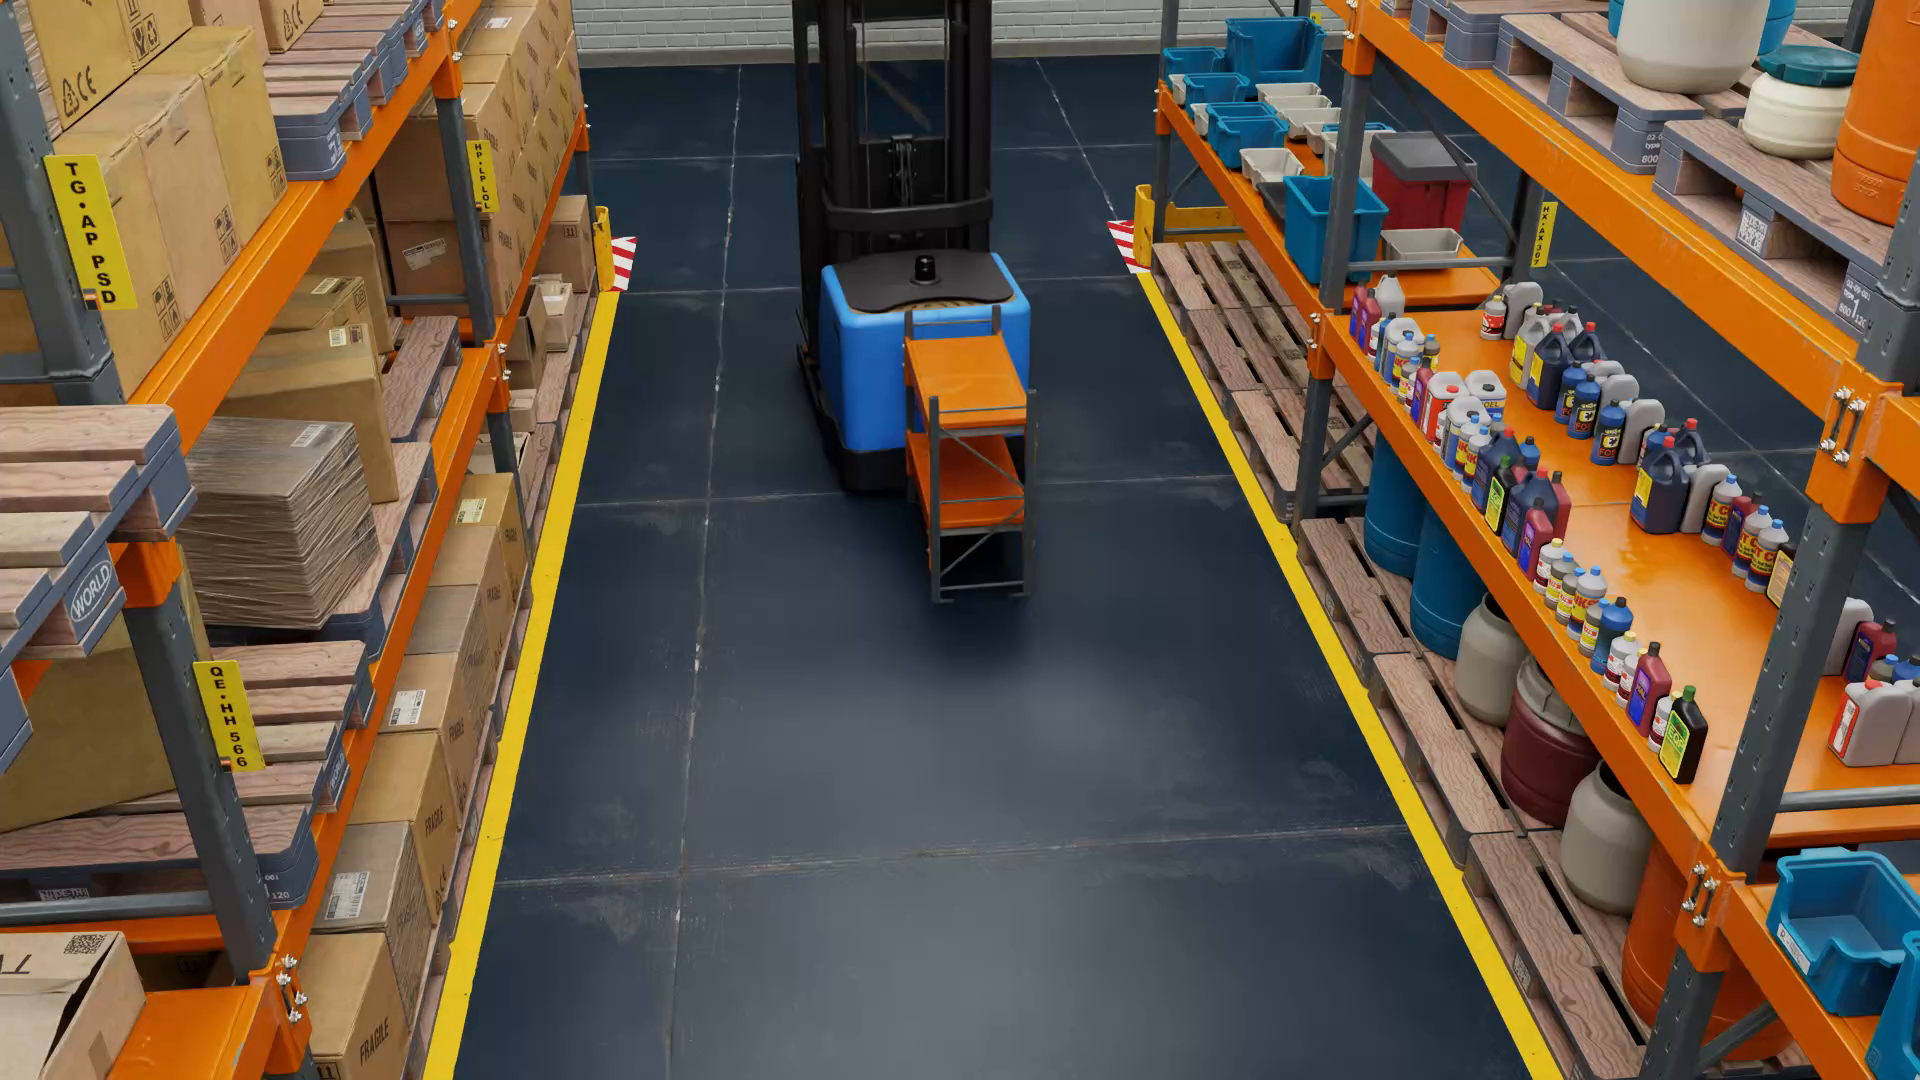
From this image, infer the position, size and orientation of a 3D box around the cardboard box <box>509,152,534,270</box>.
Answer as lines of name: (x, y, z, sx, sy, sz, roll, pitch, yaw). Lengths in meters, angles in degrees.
cardboard box: (-2.503, -1.669, 8.522, 0.500, 0.500, 0.500, -2, 31, -4)

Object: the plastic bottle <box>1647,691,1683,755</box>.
plastic bottle: (2.175, 0.554, 5.090, 0.097, 0.201, 0.097, 0, 31, 0)

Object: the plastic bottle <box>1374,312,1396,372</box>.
plastic bottle: (1.917, -0.888, 7.438, 0.097, 0.271, 0.097, 0, 31, 0)

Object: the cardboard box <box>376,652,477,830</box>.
cardboard box: (-2.210, 0.799, 6.496, 0.500, 0.500, 0.500, -4, 31, -6)

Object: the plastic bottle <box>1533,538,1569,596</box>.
plastic bottle: (2.090, 0.089, 5.870, 0.097, 0.201, 0.097, 0, 31, 0)

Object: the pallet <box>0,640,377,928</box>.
pallet: (-2.435, 0.690, 4.857, 1.213, 0.211, 1.003, -3, 31, -5)

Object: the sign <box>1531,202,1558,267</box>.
sign: (2.805, -1.471, 8.018, 0.100, 0.325, 0.005, -3, 31, -5)

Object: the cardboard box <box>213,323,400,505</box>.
cardboard box: (-2.449, -0.416, 6.014, 0.700, 0.500, 0.500, -11, 32, -17)

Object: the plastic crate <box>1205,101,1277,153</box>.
plastic crate: (1.701, -2.509, 10.130, 0.416, 0.233, 0.300, -3, 31, -5)

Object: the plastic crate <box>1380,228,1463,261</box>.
plastic crate: (2.356, -1.484, 8.508, 0.396, 0.136, 0.243, -3, 31, -5)

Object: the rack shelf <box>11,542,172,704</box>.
rack shelf: (-2.115, 0.993, 1.939, 1.077, 0.370, 4.000, -3, 31, -5)

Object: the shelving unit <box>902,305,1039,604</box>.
shelving unit: (0.035, -0.450, 8.406, 0.538, 1.125, 1.048, -4, 31, -7)

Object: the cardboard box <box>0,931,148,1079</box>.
cardboard box: (-2.311, 1.177, 3.942, 0.500, 0.311, 0.500, -1, 31, -1)

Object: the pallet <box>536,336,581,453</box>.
pallet: (-2.856, -0.869, 10.000, 1.003, 0.211, 1.213, -3, 31, -5)

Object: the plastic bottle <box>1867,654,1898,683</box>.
plastic bottle: (2.919, 0.454, 5.259, 0.097, 0.201, 0.097, 0, 31, 0)

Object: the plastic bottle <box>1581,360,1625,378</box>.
plastic bottle: (2.697, -0.644, 7.024, 0.152, 0.276, 0.135, -3, 31, -5)

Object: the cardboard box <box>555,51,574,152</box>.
cardboard box: (-2.684, -2.697, 10.242, 0.500, 0.500, 0.500, -2, 31, -4)

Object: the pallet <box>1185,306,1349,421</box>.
pallet: (2.032, -1.128, 10.432, 1.003, 0.211, 1.213, -3, 31, -5)

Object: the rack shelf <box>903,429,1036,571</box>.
rack shelf: (0.035, -0.240, 8.531, 0.538, 0.278, 1.000, -4, 31, -7)

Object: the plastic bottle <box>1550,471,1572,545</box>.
plastic bottle: (2.188, -0.106, 6.116, 0.061, 0.283, 0.133, -3, 31, -5)

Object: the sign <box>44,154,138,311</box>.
sign: (-1.748, -0.616, 3.349, 0.100, 0.325, 0.005, -3, 31, -5)

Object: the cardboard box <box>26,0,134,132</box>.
cardboard box: (-2.384, -1.293, 3.992, 0.500, 0.500, 0.500, -3, 31, -5)

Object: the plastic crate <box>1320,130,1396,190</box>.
plastic crate: (2.298, -2.090, 9.382, 0.437, 0.282, 0.530, -3, 31, -5)

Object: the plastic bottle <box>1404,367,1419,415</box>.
plastic bottle: (1.957, -0.641, 7.091, 0.097, 0.201, 0.097, 0, 31, 0)

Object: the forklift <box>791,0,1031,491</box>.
forklift: (-0.419, -2.268, 9.689, 1.130, 2.935, 3.031, -6, 31, -10)

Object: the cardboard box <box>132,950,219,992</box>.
cardboard box: (-2.623, 1.368, 5.542, 0.500, 0.500, 0.500, -2, 31, -3)

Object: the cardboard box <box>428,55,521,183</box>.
cardboard box: (-2.488, -2.081, 8.237, 0.500, 0.500, 0.500, -4, 31, -6)

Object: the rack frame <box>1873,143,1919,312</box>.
rack frame: (2.631, -1.861, 3.089, 1.000, 3.000, 0.127, -3, 31, -5)

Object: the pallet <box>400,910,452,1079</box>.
pallet: (-2.334, 1.765, 5.590, 1.003, 0.211, 1.213, -3, 31, -5)

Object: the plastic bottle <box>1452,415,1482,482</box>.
plastic bottle: (2.013, -0.366, 6.563, 0.097, 0.271, 0.097, 0, 31, 0)

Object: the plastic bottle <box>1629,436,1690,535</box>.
plastic bottle: (2.633, -0.214, 6.231, 0.144, 0.351, 0.185, -3, 31, -5)

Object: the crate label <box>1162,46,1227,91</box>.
crate label: (1.578, -3.181, 11.256, 0.416, 0.233, 0.303, -3, 31, -5)

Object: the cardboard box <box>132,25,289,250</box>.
cardboard box: (-2.472, -1.127, 4.689, 0.910, 0.500, 0.500, -3, 31, -5)

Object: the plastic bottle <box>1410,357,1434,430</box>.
plastic bottle: (1.949, -0.616, 6.970, 0.061, 0.283, 0.133, -3, 31, -5)

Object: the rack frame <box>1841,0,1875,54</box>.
rack frame: (6.814, -3.607, 11.863, 1.000, 3.000, 0.127, -3, 31, -5)

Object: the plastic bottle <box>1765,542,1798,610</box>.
plastic bottle: (2.880, 0.104, 5.764, 0.061, 0.283, 0.133, -3, 31, -5)

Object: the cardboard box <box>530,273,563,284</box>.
cardboard box: (-2.805, -1.630, 10.887, 0.380, 0.166, 0.250, -3, 31, -5)

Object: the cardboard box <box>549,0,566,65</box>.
cardboard box: (-2.686, -3.134, 10.000, 0.500, 0.500, 0.500, -2, 31, -3)

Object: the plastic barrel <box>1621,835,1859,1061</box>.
plastic barrel: (2.568, 1.217, 5.493, 0.600, 0.830, 0.708, -3, 31, -5)

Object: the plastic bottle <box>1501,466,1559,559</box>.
plastic bottle: (2.088, -0.117, 6.068, 0.144, 0.351, 0.185, -3, 31, -5)

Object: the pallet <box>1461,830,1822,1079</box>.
pallet: (2.515, 1.512, 6.013, 1.003, 0.211, 1.213, -3, 31, -5)

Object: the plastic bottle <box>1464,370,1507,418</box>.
plastic bottle: (2.159, -0.554, 6.873, 0.152, 0.276, 0.135, -3, 31, -5)

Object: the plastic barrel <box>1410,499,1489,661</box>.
plastic barrel: (2.357, 0.033, 7.406, 0.600, 0.901, 0.708, -3, 31, -5)

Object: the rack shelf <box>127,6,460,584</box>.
rack shelf: (-2.488, -1.050, 5.358, 1.077, 0.370, 4.000, -3, 31, -5)

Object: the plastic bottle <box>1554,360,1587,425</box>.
plastic bottle: (2.574, -0.627, 7.000, 0.097, 0.271, 0.097, 0, 31, 0)

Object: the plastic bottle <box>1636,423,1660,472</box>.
plastic bottle: (2.769, -0.367, 6.633, 0.097, 0.201, 0.097, 0, 31, 0)

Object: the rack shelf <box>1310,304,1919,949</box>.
rack shelf: (2.444, 0.003, 6.522, 1.077, 0.370, 4.000, -3, 31, -5)

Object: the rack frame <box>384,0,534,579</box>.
rack frame: (-2.675, -1.092, 7.653, 1.000, 3.000, 0.127, -3, 31, -5)

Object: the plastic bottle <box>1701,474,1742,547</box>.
plastic bottle: (2.821, -0.116, 6.145, 0.097, 0.271, 0.097, 0, 31, 0)

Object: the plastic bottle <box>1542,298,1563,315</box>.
plastic bottle: (2.683, -0.975, 7.572, 0.061, 0.283, 0.133, -3, 31, -5)

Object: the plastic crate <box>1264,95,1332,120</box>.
plastic crate: (2.152, -2.726, 10.587, 0.396, 0.136, 0.243, -3, 31, -5)

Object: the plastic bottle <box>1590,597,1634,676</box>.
plastic bottle: (2.136, 0.307, 5.436, 0.097, 0.271, 0.097, 0, 31, 0)

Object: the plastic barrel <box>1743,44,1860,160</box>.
plastic barrel: (2.384, -1.234, 4.691, 0.301, 0.262, 0.301, 0, 31, 0)
